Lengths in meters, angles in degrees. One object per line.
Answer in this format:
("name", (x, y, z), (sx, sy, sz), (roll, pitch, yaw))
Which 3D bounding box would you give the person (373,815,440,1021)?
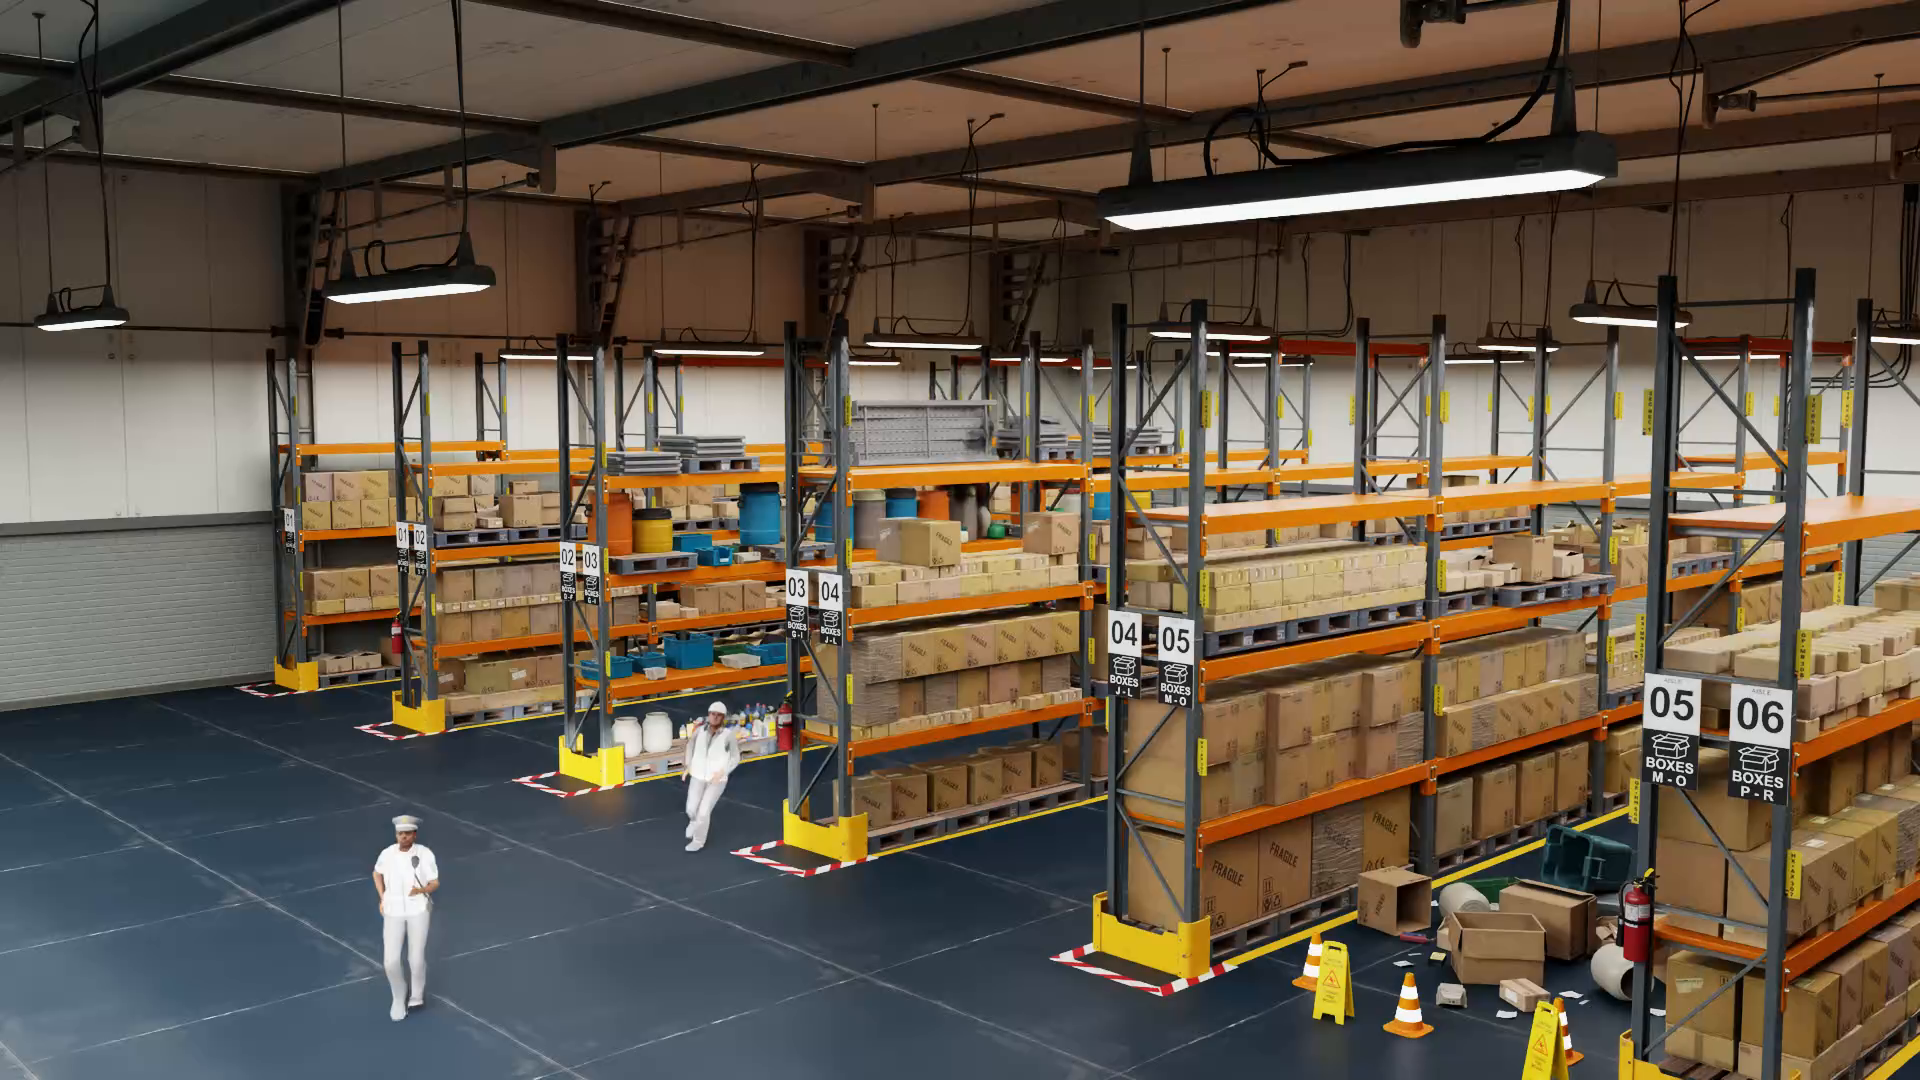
("person", (-4.610, 3.137, 13.820), (0.555, 1.729, 0.651), (-1, 5, -12))

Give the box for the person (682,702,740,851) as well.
("person", (-2.839, 2.688, 18.844), (0.684, 1.700, 0.534), (1, 5, 8))

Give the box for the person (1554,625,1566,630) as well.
("person", (8.756, 2.160, 24.400), (0.894, 1.839, 0.679), (-4, 7, -41))
